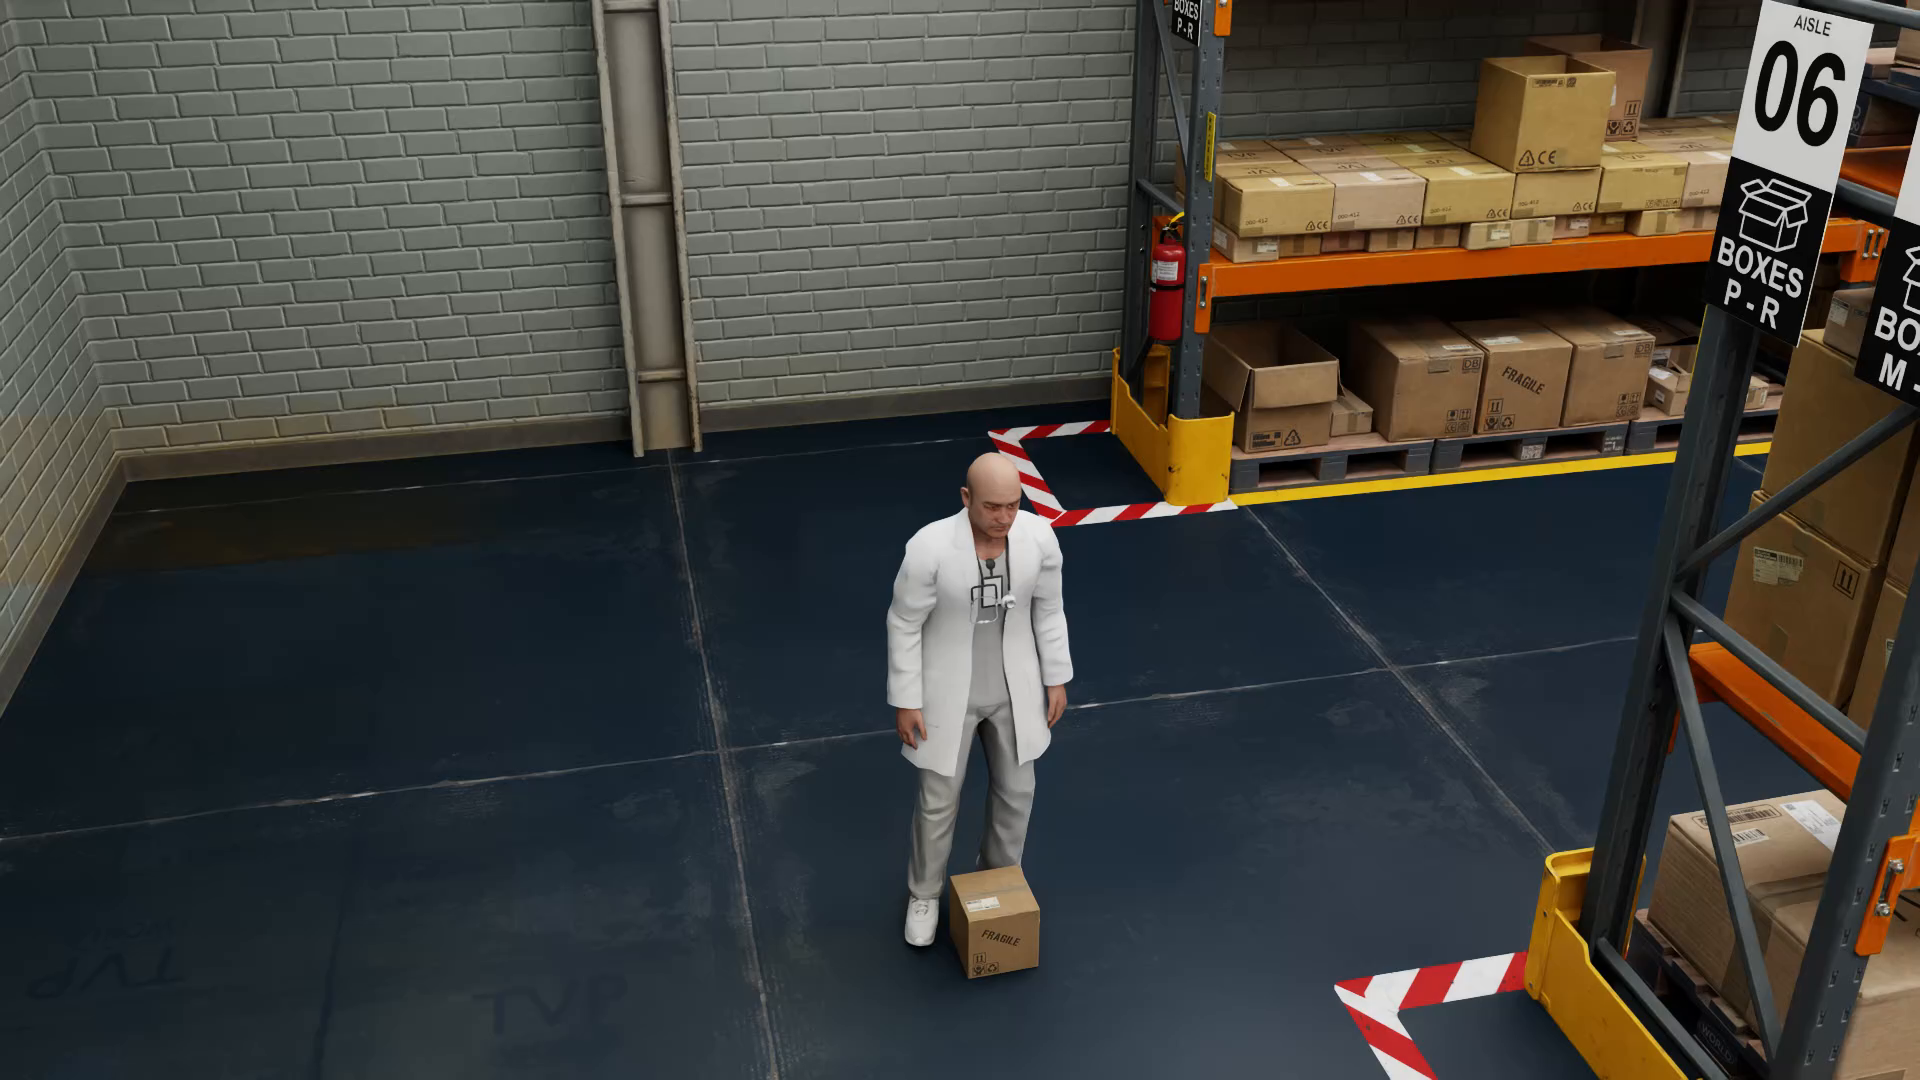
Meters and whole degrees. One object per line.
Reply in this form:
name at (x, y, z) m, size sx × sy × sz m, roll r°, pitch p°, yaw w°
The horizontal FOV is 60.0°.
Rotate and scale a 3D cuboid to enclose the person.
person at (0.071, 0.516, 5.591) m, size 0.652 × 1.773 × 0.425 m, roll -7°, pitch 27°, yaw -15°
